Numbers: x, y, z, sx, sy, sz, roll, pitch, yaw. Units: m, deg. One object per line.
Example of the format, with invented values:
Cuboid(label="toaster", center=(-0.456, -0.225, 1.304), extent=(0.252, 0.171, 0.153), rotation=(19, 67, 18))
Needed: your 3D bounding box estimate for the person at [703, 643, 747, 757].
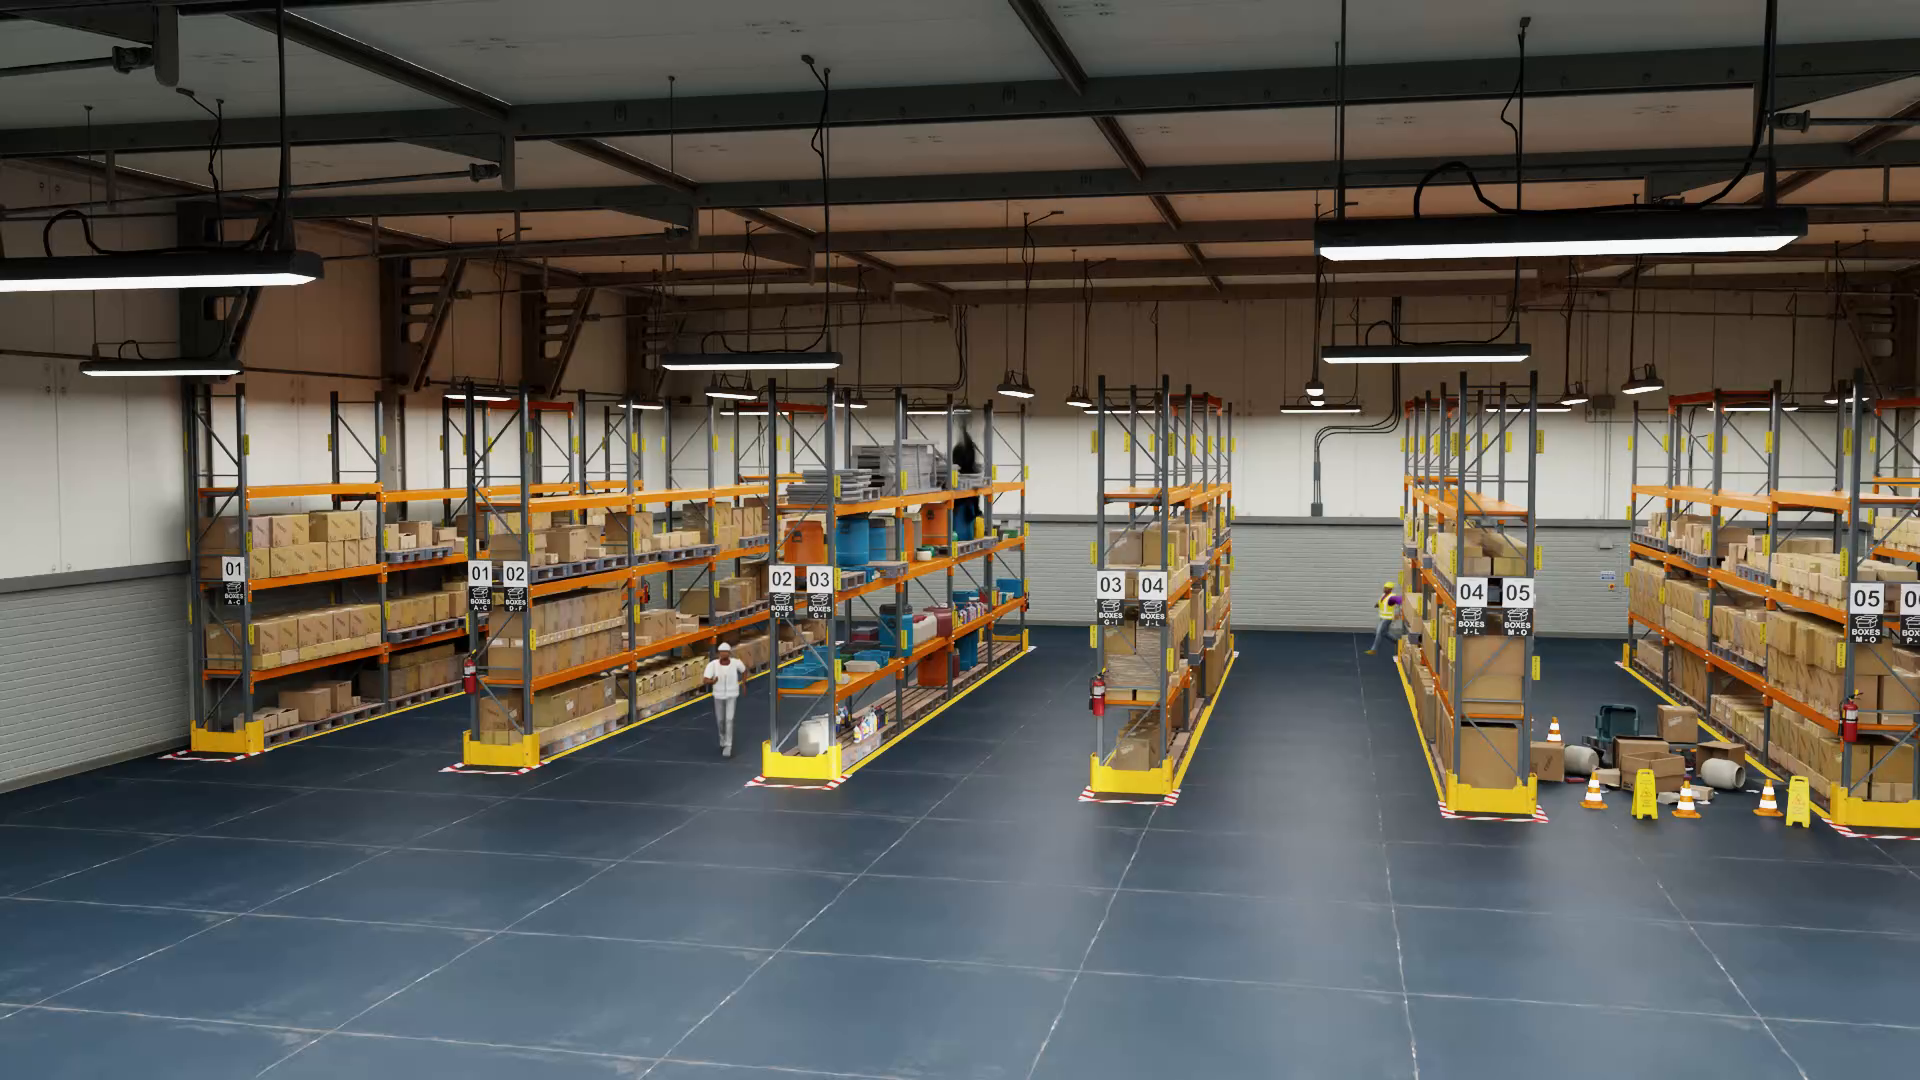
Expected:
Cuboid(label="person", center=(-3.815, 2.547, 26.972), extent=(0.688, 1.781, 0.950), rotation=(0, 3, -4))

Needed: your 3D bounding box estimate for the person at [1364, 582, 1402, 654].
Cuboid(label="person", center=(10.087, 1.849, 39.462), extent=(1.008, 1.733, 0.743), rotation=(0, 3, -8))
